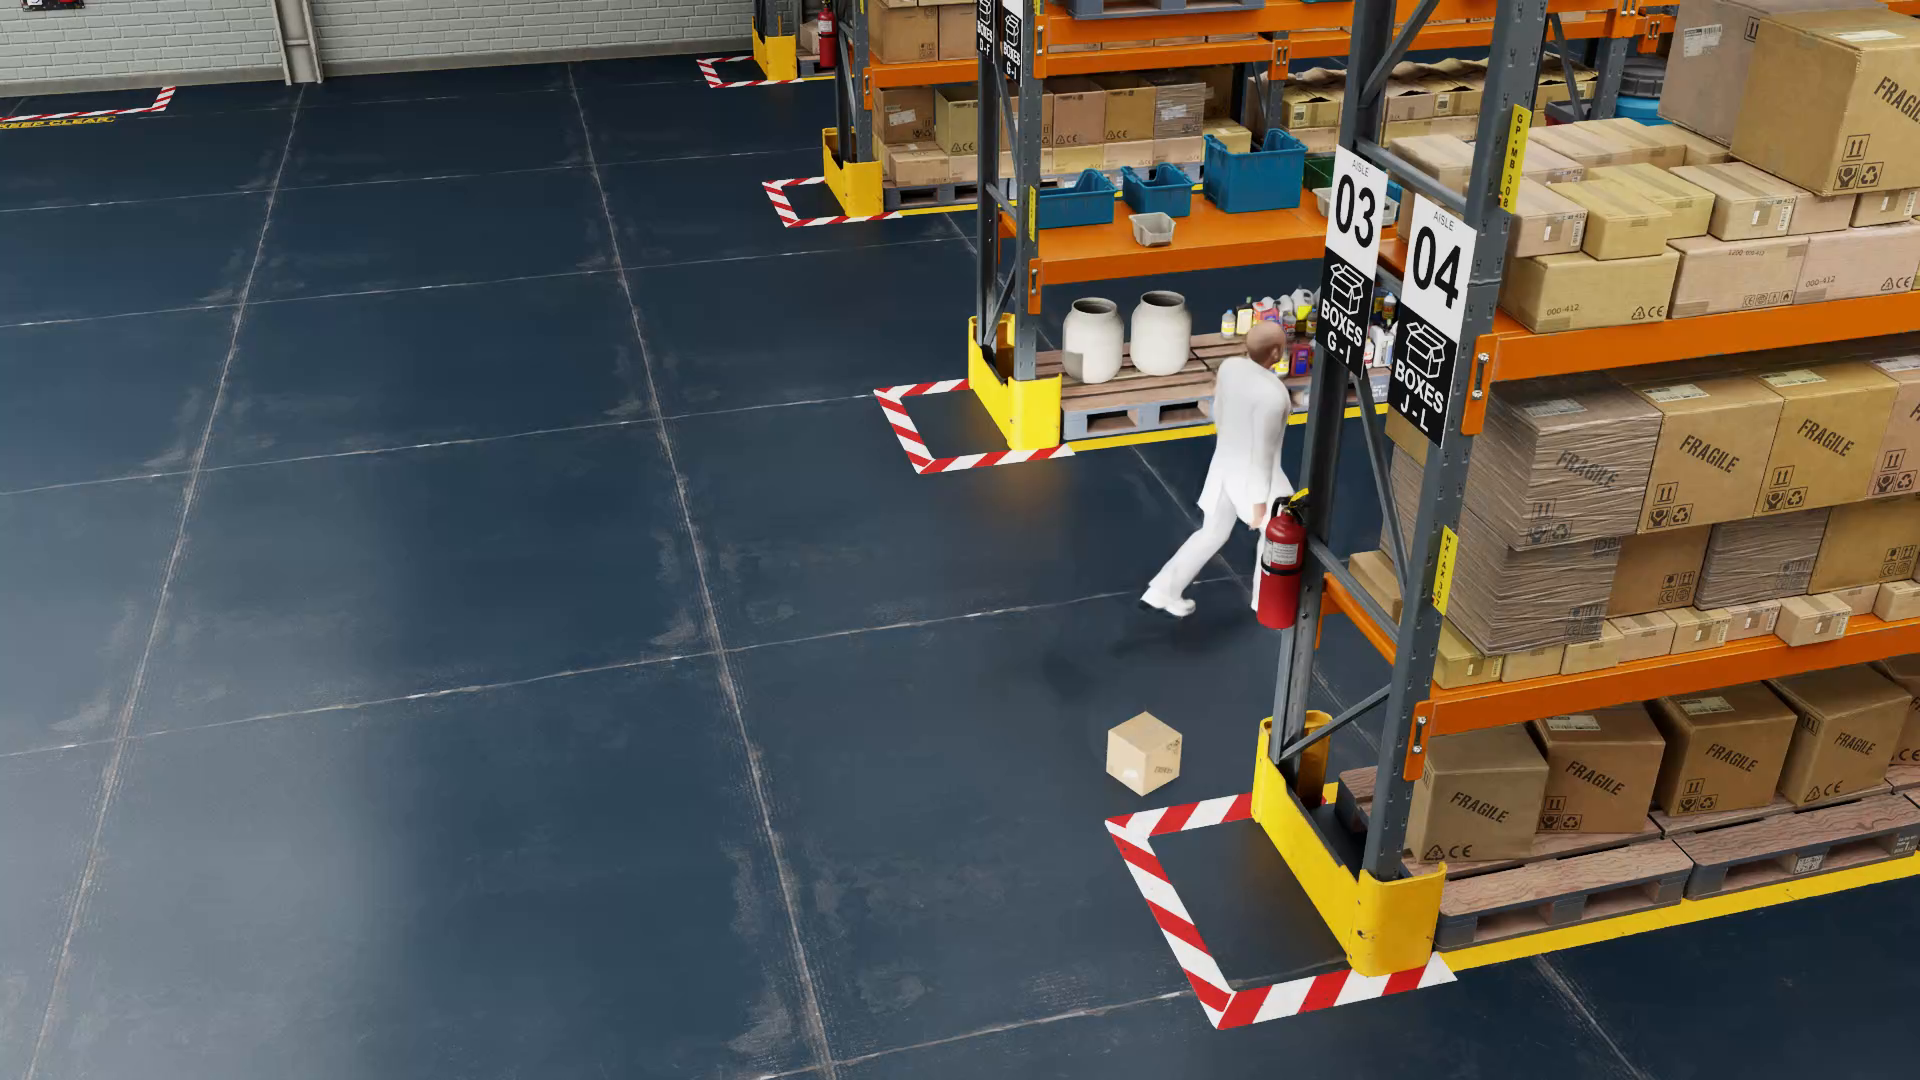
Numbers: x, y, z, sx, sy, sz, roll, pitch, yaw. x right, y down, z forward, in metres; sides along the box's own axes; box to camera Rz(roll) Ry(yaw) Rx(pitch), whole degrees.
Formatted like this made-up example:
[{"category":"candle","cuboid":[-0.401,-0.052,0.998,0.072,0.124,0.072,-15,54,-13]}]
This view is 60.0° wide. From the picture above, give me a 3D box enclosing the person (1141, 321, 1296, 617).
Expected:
[{"category":"person","cuboid":[1.472,-0.345,8.859,1.064,1.740,0.602,-15,33,-25]}]
